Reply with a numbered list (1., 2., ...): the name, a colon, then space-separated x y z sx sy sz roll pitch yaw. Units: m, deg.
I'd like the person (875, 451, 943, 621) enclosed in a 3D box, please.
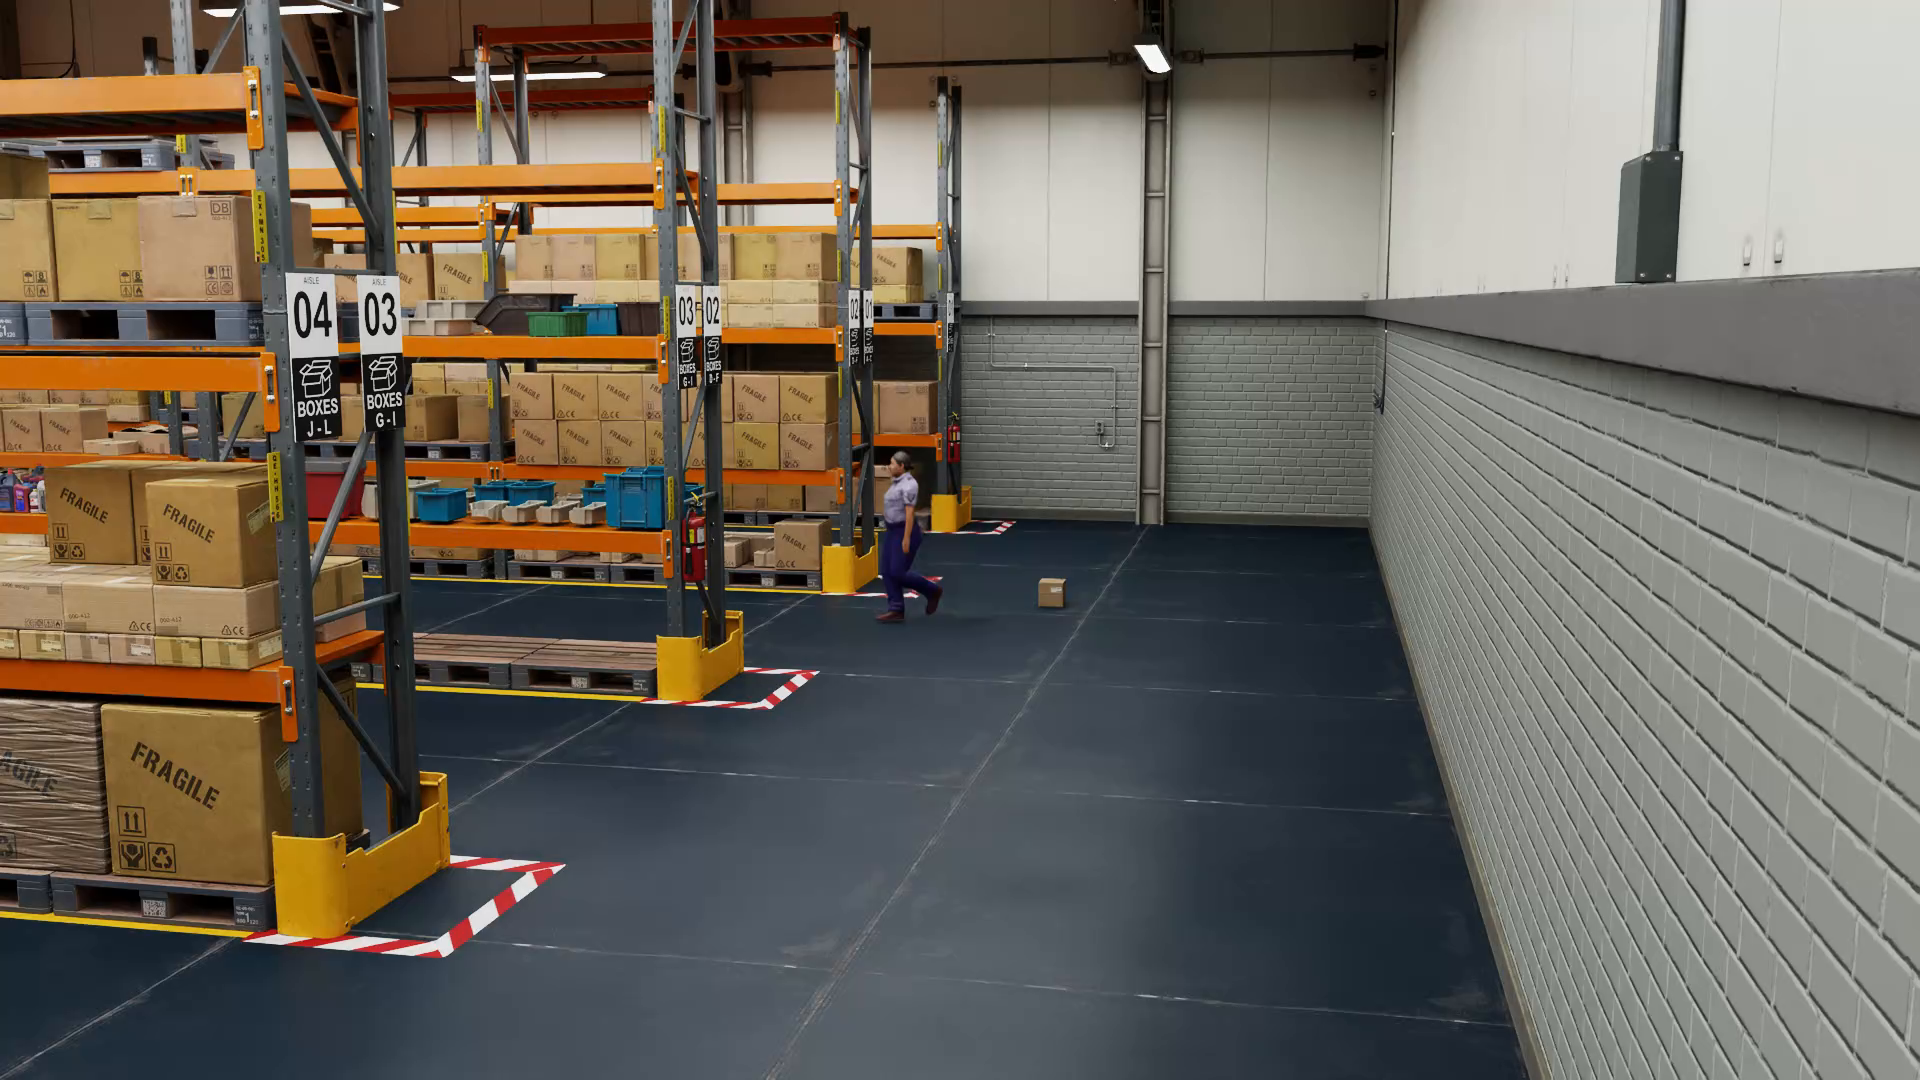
1. person: -0.508 -0.040 16.006 0.630 1.630 0.505 -3 9 -20
